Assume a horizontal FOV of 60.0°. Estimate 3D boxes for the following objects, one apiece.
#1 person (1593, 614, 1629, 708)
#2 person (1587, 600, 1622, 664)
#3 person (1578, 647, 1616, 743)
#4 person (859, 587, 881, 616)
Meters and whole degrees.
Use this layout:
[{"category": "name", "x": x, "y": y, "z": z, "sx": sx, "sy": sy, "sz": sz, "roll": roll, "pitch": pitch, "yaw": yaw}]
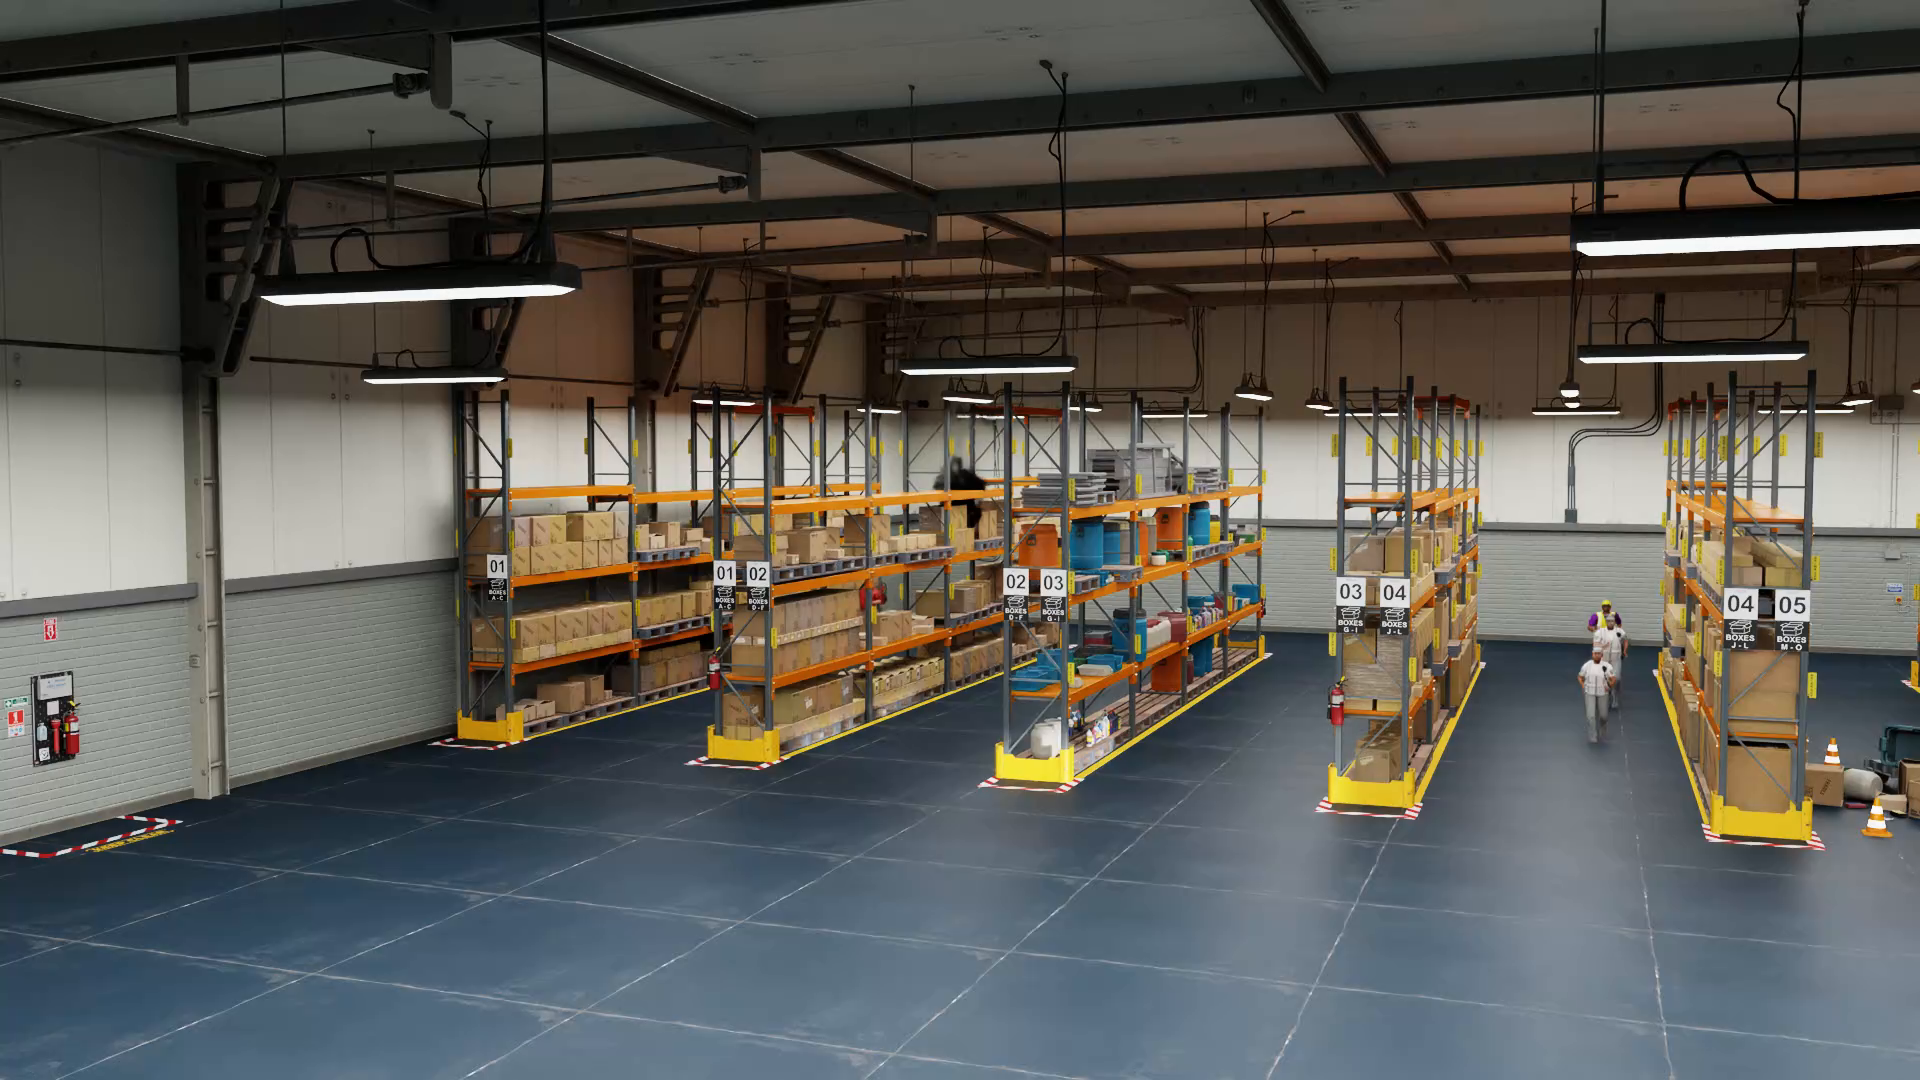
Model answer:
[{"category": "person", "x": 12.650, "y": 2.347, "z": 32.338, "sx": 0.635, "sy": 1.847, "sz": 0.765, "roll": 1, "pitch": 3, "yaw": 23}, {"category": "person", "x": 13.749, "y": 2.164, "z": 35.457, "sx": 0.706, "sy": 1.784, "sz": 0.961, "roll": 1, "pitch": 3, "yaw": 16}, {"category": "person", "x": 10.872, "y": 2.628, "z": 28.417, "sx": 0.608, "sy": 1.617, "sz": 0.599, "roll": 1, "pitch": 3, "yaw": 23}, {"category": "person", "x": -2.109, "y": 1.737, "z": 38.039, "sx": 0.657, "sy": 1.759, "sz": 0.889, "roll": 1, "pitch": 3, "yaw": 11}]
